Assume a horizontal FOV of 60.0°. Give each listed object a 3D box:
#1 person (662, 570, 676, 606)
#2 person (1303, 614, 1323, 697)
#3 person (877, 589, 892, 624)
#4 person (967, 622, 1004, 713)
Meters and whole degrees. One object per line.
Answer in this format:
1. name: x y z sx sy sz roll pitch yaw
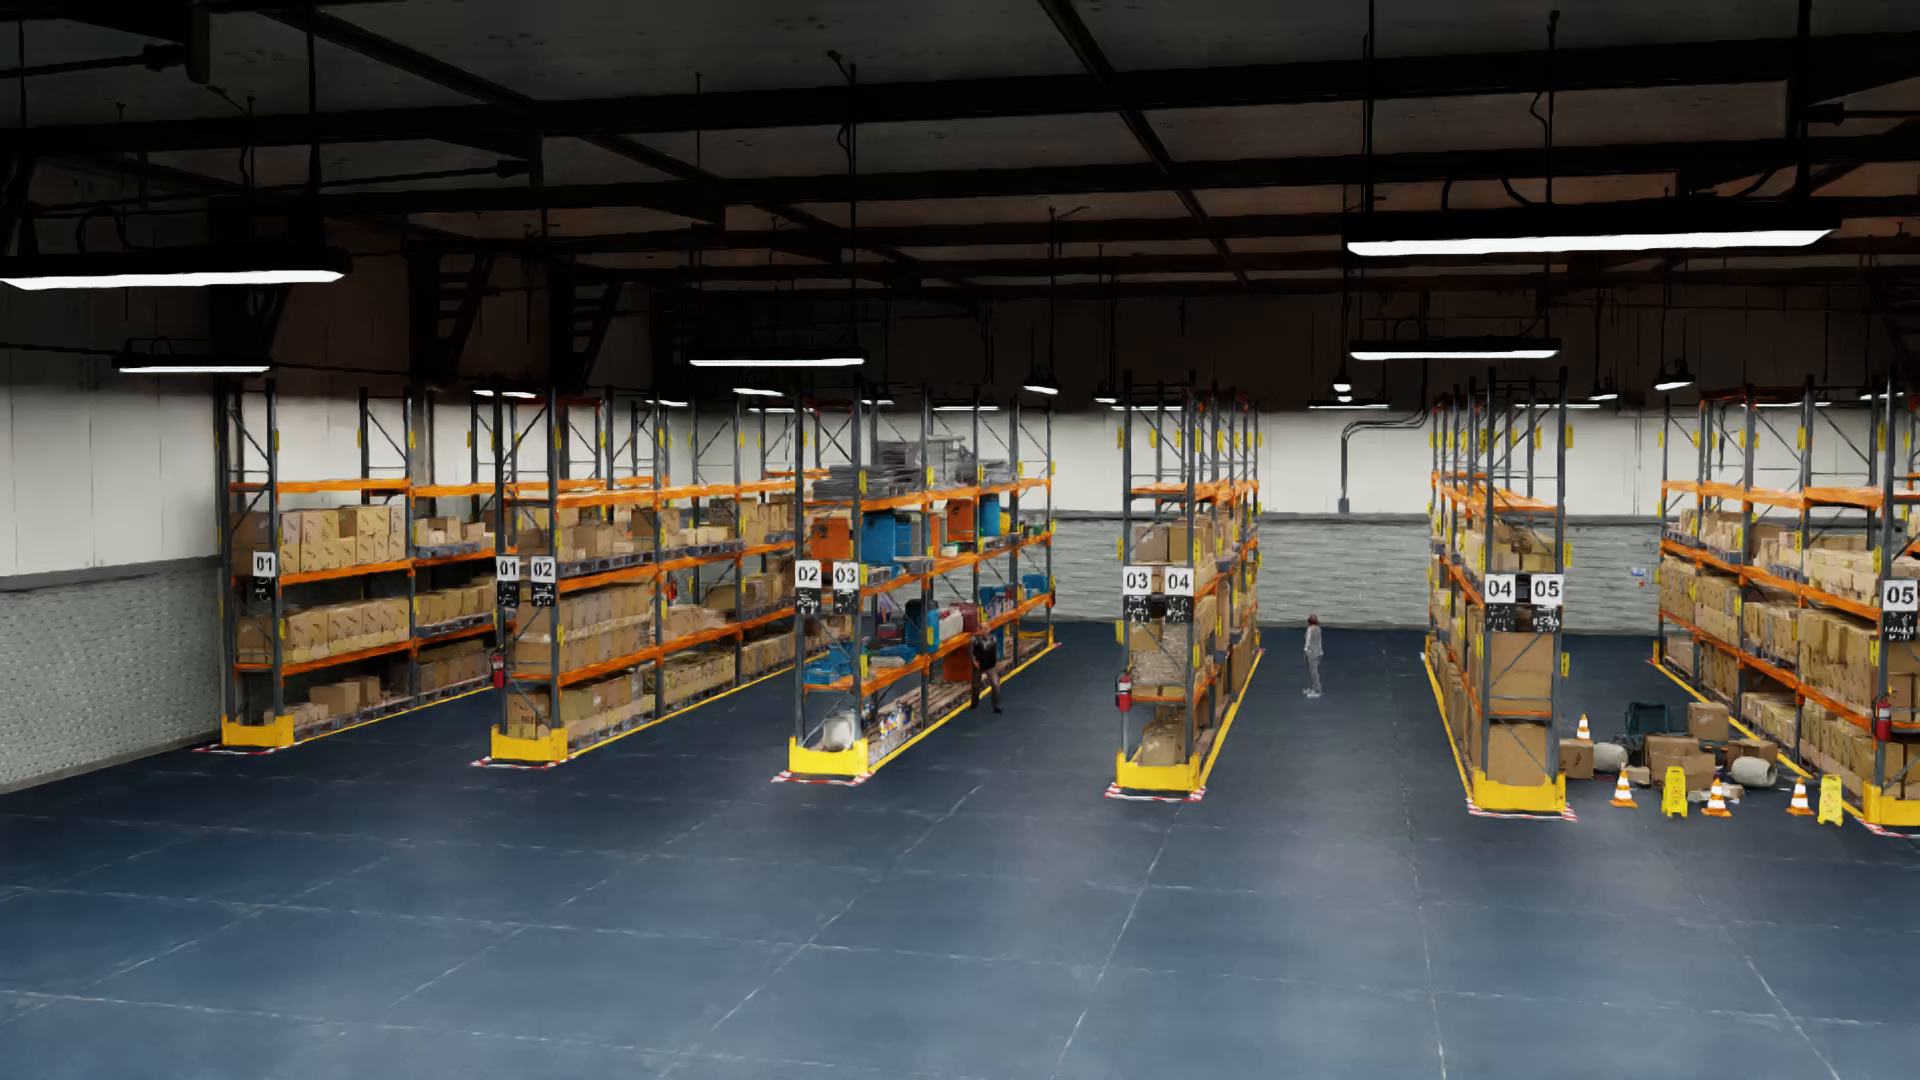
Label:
1. person: -7.716 1.529 43.986 0.733 1.656 0.560 -3 5 -42
2. person: 6.890 2.242 32.512 0.522 1.591 0.523 3 5 44
3. person: -1.768 1.842 38.752 0.379 1.649 0.611 0 3 1
4. person: 0.453 2.329 30.643 0.674 1.664 0.841 0 3 -4
